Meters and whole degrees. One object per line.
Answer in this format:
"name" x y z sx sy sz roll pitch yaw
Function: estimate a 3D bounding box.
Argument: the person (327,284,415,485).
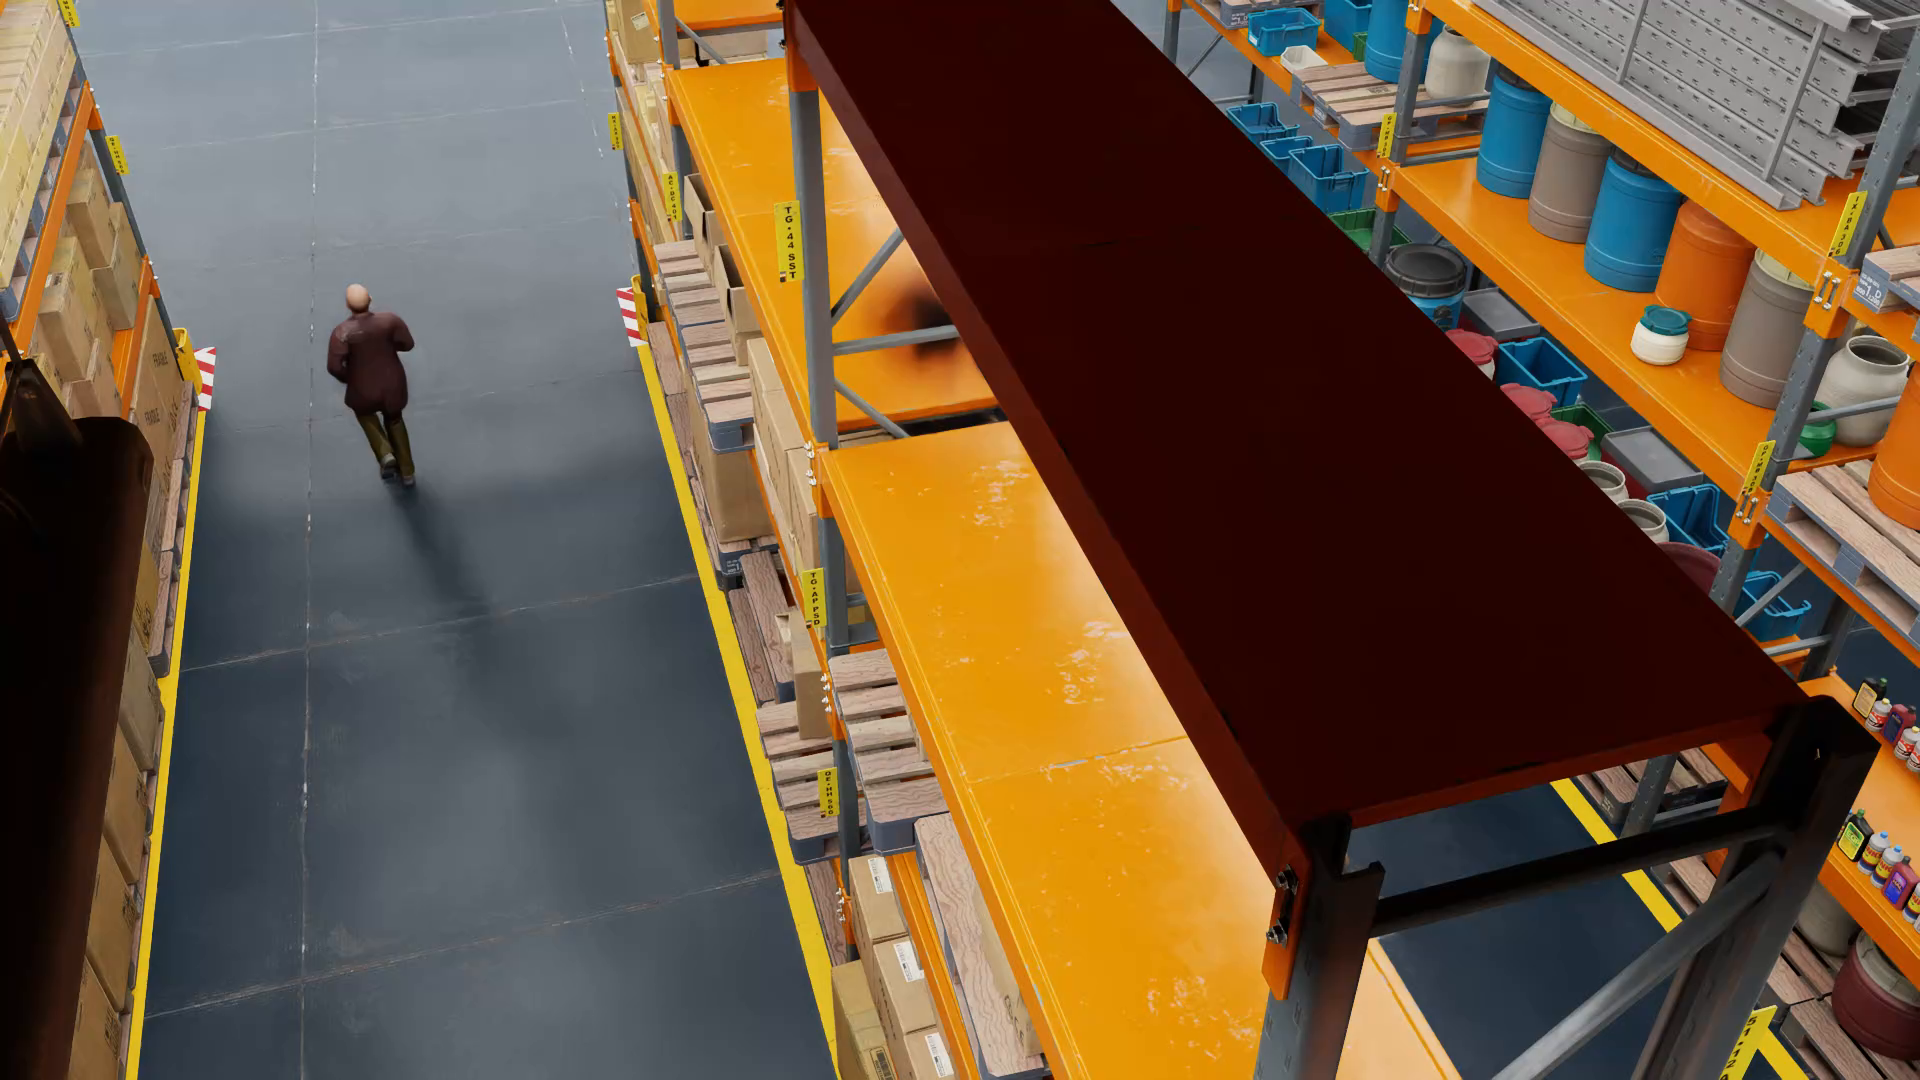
"person" -4.592 -1.266 13.009 0.697 1.741 0.639 -21 43 -25

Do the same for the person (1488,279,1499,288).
"person" 4.712 -2.231 14.325 0.537 1.585 0.881 -11 40 -13
